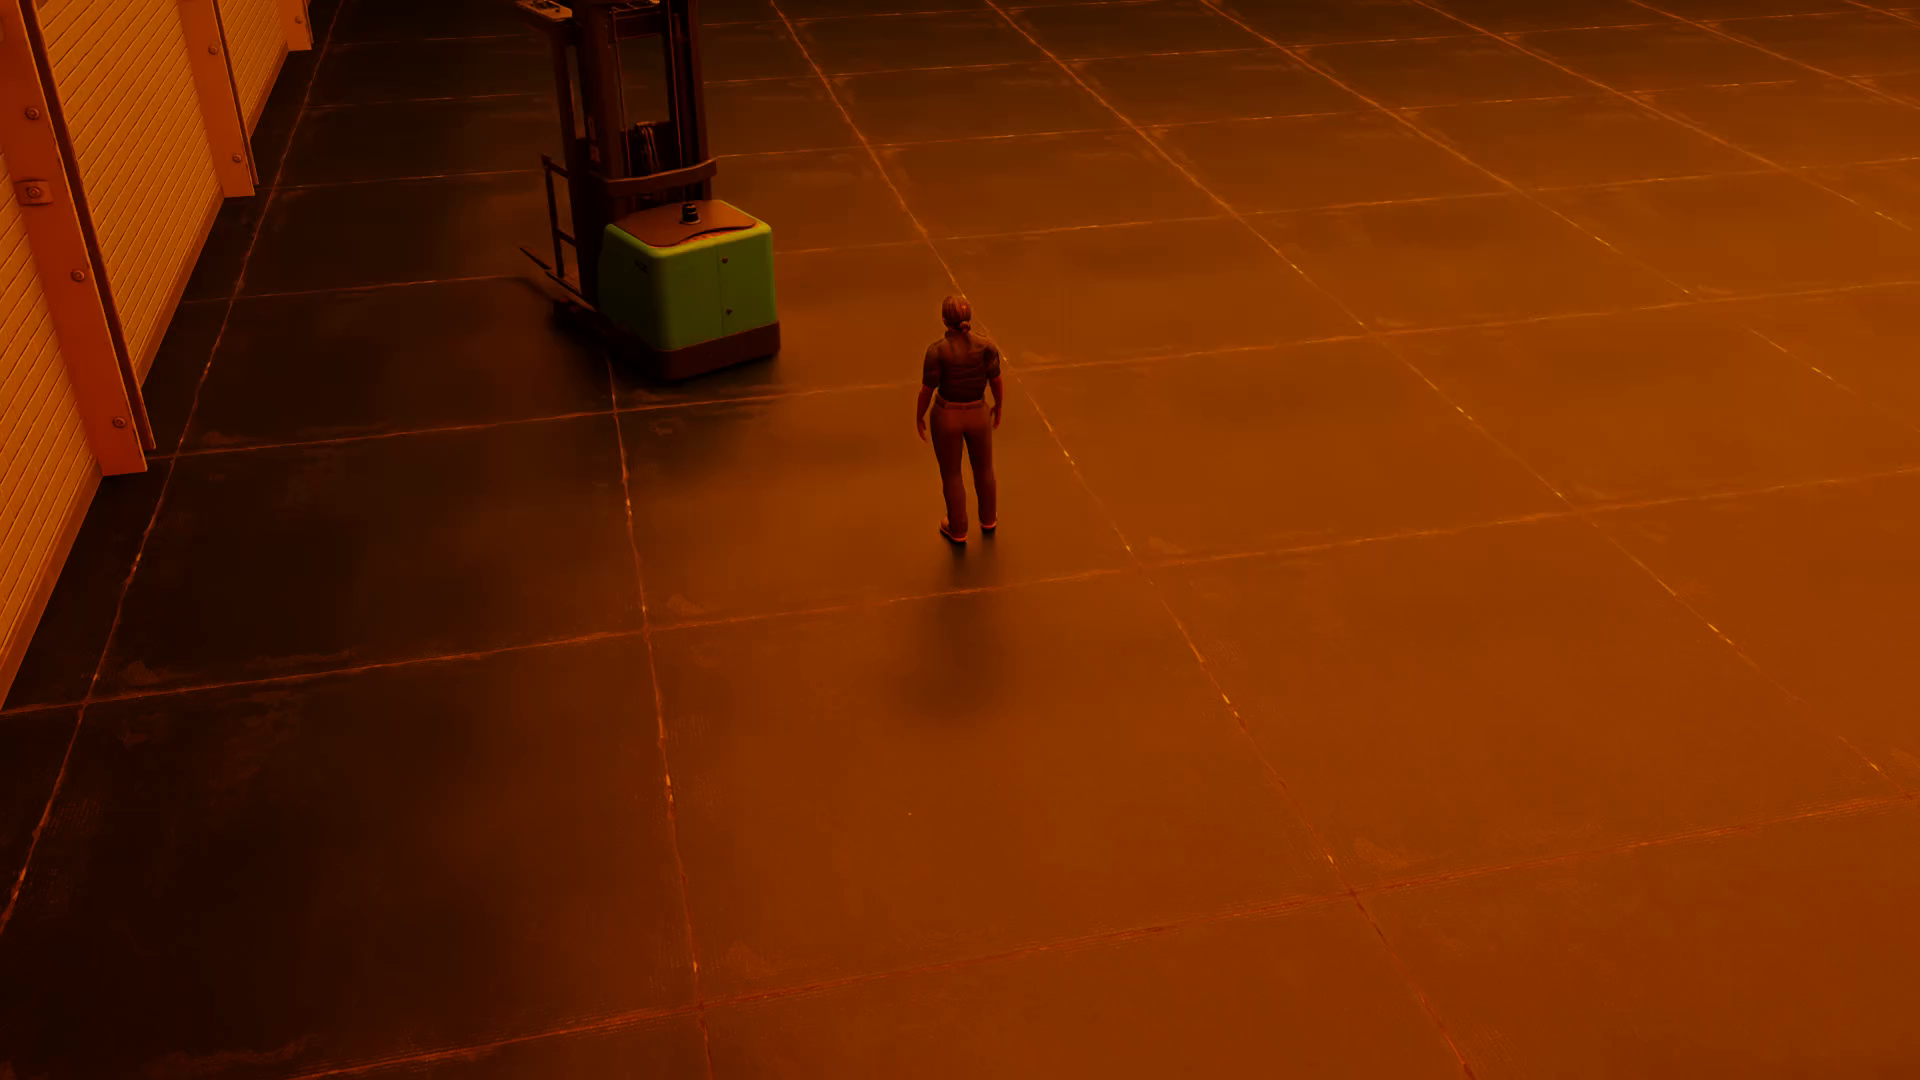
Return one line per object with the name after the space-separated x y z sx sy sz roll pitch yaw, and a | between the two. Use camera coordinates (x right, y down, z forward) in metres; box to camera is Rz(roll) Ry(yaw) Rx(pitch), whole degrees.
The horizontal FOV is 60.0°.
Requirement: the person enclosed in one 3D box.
-0.001 -0.768 10.160 0.569 1.656 0.503 -7 31 -12 | person

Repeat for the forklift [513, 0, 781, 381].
-2.676 -3.137 12.994 1.130 2.935 3.031 -20 36 -31 | forklift
